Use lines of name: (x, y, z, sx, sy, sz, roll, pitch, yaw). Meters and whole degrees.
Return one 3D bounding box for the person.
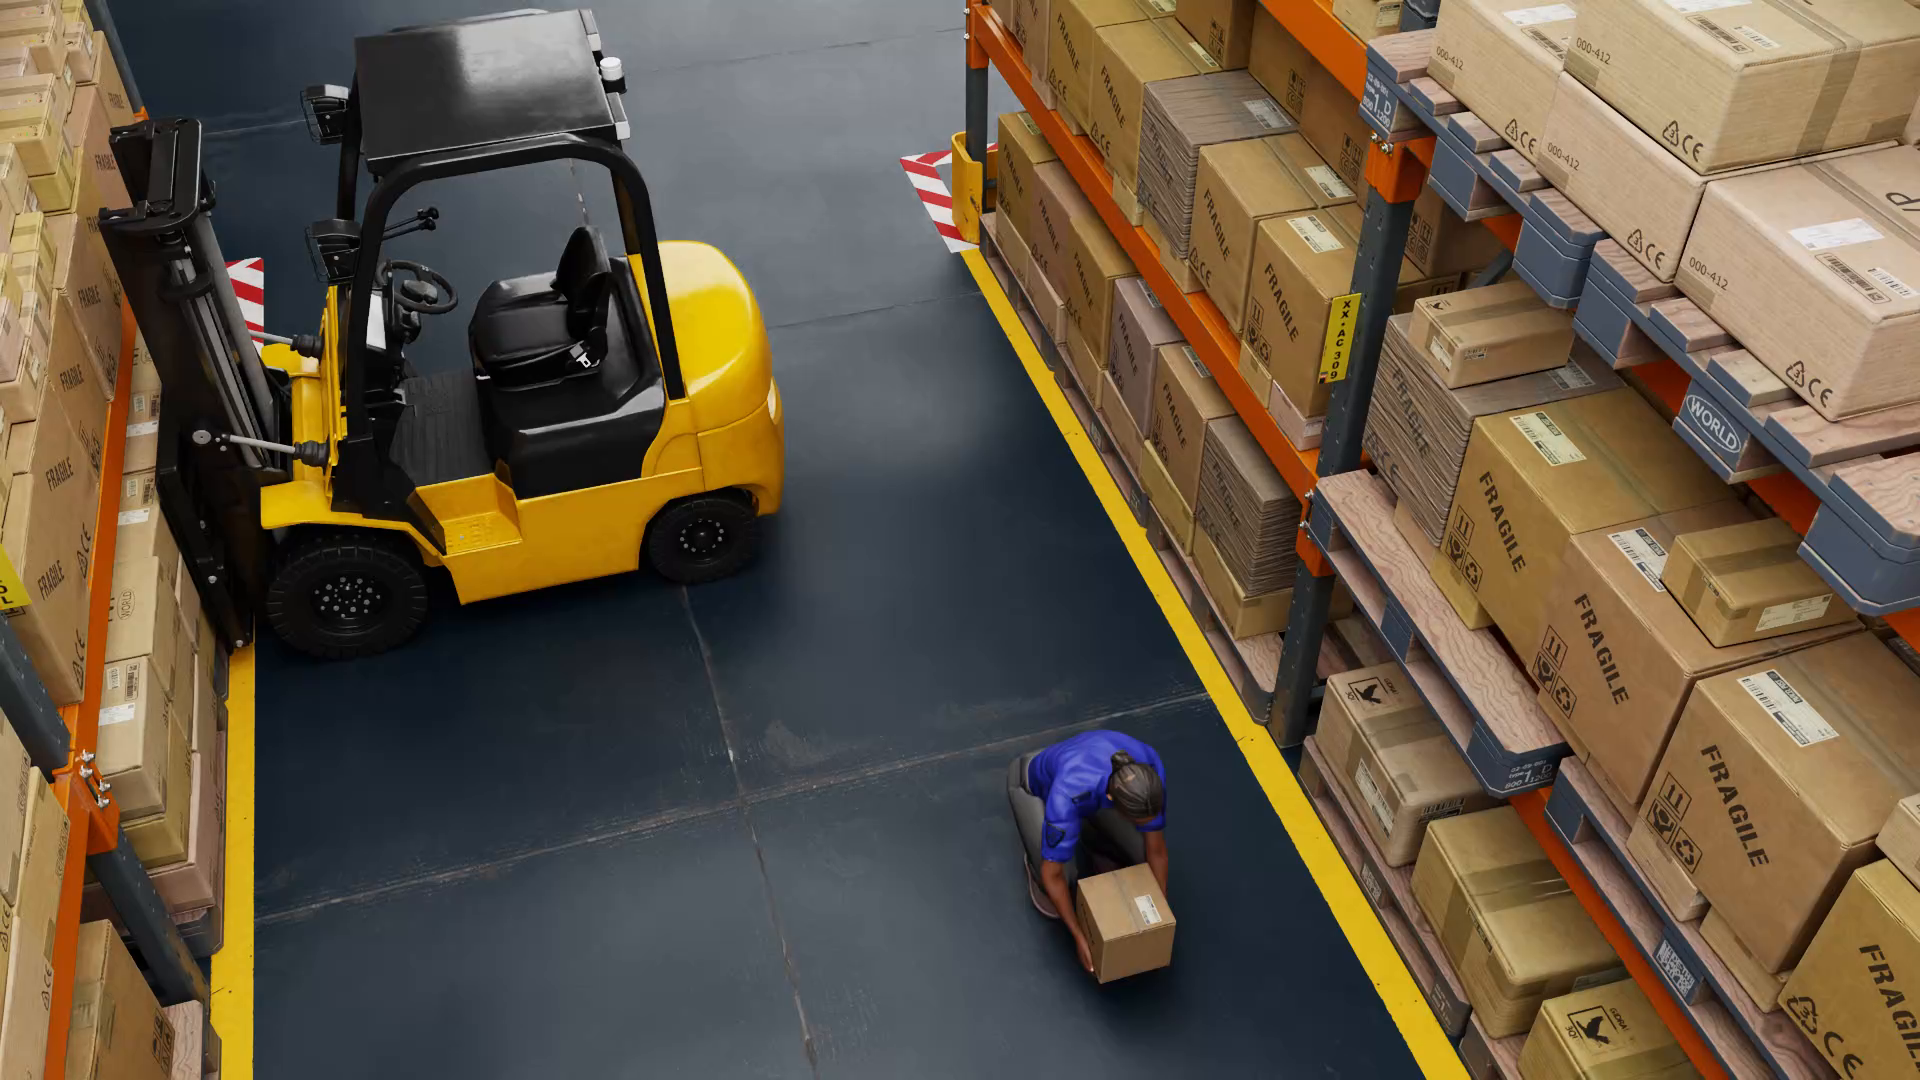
person: (0.449, 0.963, 5.661, 0.483, 0.937, 0.827, -13, 44, -14)
